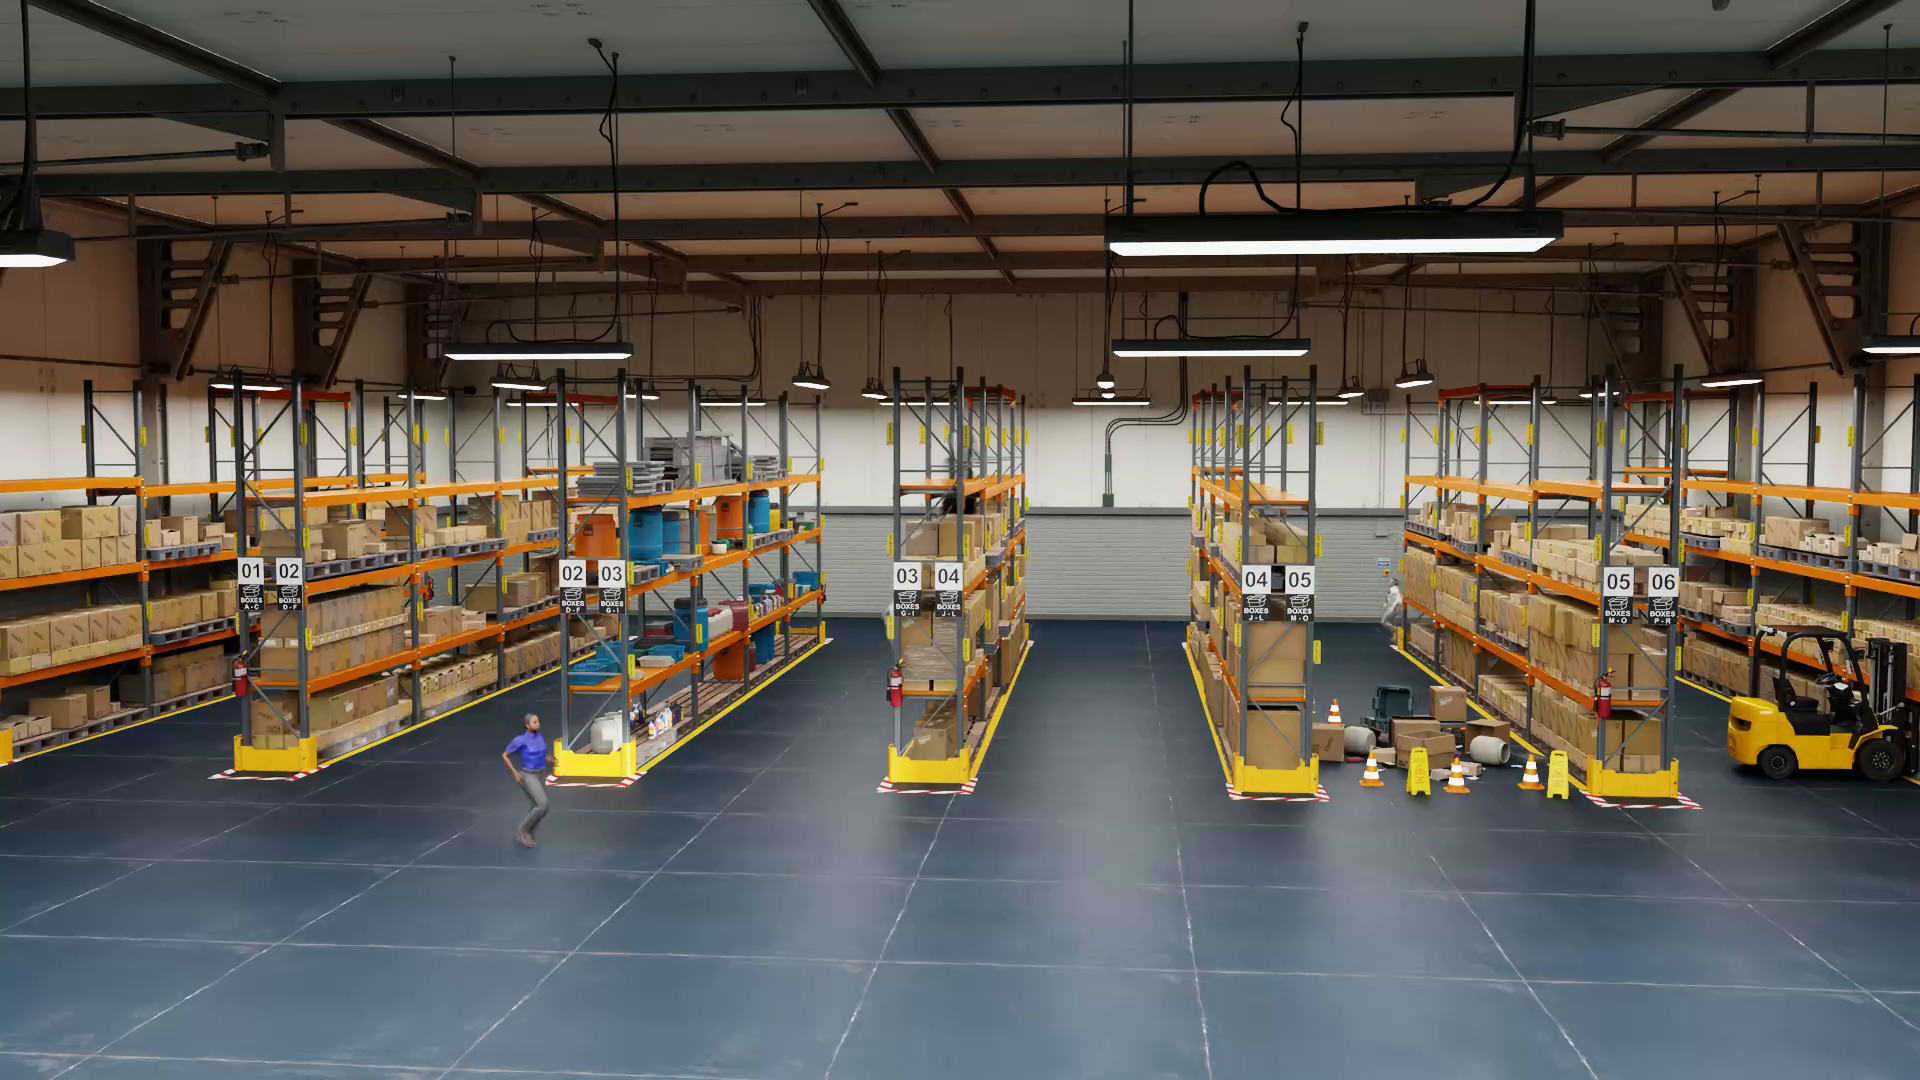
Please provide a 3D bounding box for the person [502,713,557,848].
[{"bbox_3d":[-5.173,2.919,20.219,0.646,1.626,0.550,1,4,22],"label":"person"}]

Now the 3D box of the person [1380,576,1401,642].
[{"bbox_3d":[10.480,1.678,40.408,0.502,1.628,0.674,1,4,18],"label":"person"}]

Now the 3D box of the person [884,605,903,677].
[{"bbox_3d":[-1.165,1.843,32.116,0.660,1.769,0.716,0,4,5],"label":"person"}]
